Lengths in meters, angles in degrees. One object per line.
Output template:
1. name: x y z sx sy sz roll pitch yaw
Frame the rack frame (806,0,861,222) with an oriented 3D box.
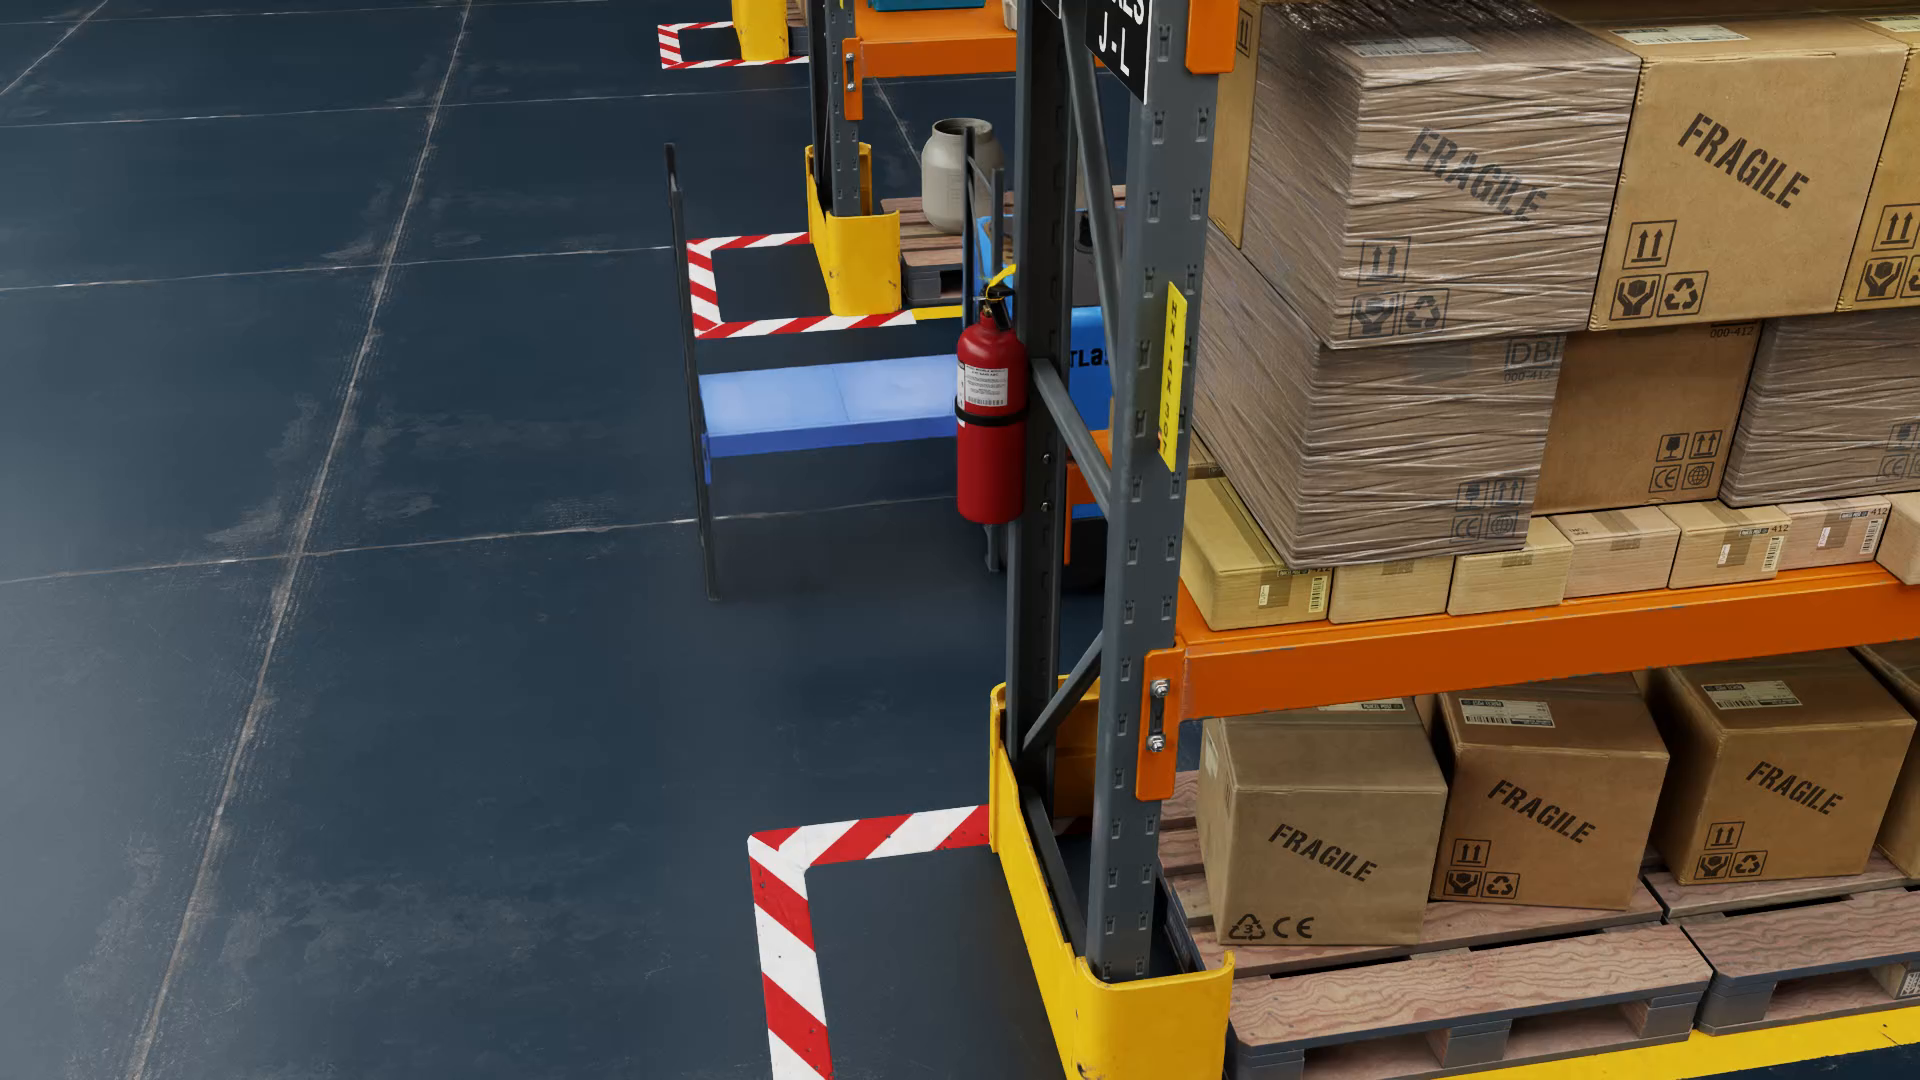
1. rack frame: -0.619 -2.651 7.800 0.127 3.000 1.000 -5 31 -9

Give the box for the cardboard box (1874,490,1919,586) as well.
1. cardboard box: 2.089 -0.069 3.657 0.250 0.149 0.380 -5 31 -9

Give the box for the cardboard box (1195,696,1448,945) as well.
1. cardboard box: 0.890 0.666 4.210 0.500 0.500 0.500 0 30 0

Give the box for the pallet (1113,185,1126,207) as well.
1. pallet: 1.445 -1.661 8.866 1.213 0.211 1.003 -5 31 -9

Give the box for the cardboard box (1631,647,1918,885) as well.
1. cardboard box: 2.091 0.547 4.413 0.500 0.500 0.500 -3 31 -4

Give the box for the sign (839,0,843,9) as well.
1. sign: -0.524 -2.496 7.263 0.005 0.325 0.100 -5 31 -9

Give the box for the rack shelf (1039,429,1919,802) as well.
1. rack shelf: 2.240 -0.054 4.093 4.000 0.370 1.077 -5 31 -9

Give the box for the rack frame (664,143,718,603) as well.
1. rack frame: -0.920 -0.551 5.707 0.032 1.500 0.500 -6 31 -10

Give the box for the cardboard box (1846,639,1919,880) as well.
1. cardboard box: 2.648 0.518 4.462 0.500 0.500 0.500 -8 31 -13

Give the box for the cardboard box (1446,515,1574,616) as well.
1. cardboard box: 1.094 -0.009 3.555 0.250 0.149 0.380 -5 31 -9

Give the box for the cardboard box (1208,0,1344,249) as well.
1. cardboard box: 0.769 -0.958 3.541 0.500 0.500 0.500 -5 31 -9

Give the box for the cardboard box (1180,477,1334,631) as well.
1. cardboard box: 0.596 0.019 3.506 0.250 0.149 0.380 -5 31 -9

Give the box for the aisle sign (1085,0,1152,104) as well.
1. aisle sign: 0.266 -1.147 2.677 0.004 0.787 0.394 -5 31 -9

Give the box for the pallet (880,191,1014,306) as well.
1. pallet: 0.247 -1.551 8.680 1.213 0.211 1.003 -5 31 -9

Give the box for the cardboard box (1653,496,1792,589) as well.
1. cardboard box: 1.584 -0.062 3.644 0.250 0.149 0.380 -5 31 -9

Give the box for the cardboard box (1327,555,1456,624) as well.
1. cardboard box: 0.846 0.006 3.528 0.250 0.149 0.380 -5 31 -9

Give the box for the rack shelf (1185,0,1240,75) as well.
1. rack shelf: 2.240 -1.347 3.333 4.000 0.370 1.077 -5 31 -9

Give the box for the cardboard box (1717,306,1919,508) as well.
1. cardboard box: 1.789 -0.519 3.782 0.500 0.500 0.875 -5 31 -9

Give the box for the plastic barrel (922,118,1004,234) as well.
1. plastic barrel: 0.014 -1.858 8.491 0.421 0.512 0.421 0 30 0

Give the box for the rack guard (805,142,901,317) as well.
1. rack guard: -0.553 -1.604 8.485 0.348 0.500 1.175 -5 31 -9

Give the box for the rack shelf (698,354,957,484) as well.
1. rack shelf: -0.422 -0.447 5.885 1.000 0.185 0.538 -6 31 -10

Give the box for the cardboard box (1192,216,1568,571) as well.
1. cardboard box: 0.819 -0.390 3.561 0.500 0.500 0.875 -5 31 -9

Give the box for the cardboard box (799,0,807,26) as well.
1. cardboard box: -0.940 -4.055 12.486 0.500 0.250 0.500 -5 31 -9

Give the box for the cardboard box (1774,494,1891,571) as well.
1. cardboard box: 1.825 -0.098 3.706 0.250 0.149 0.380 -5 31 -9

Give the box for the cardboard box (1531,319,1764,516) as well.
1. cardboard box: 1.289 -0.495 3.741 0.500 0.500 0.875 -5 31 -9

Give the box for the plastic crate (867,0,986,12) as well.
1. plastic crate: -0.181 -2.782 8.169 0.616 0.251 0.499 -5 31 -9

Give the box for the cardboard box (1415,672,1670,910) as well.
1. cardboard box: 1.472 0.594 4.332 0.500 0.500 0.500 2 31 4

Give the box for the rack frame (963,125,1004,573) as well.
1. rack frame: 0.076 -0.653 5.880 0.032 1.500 0.500 -6 31 -10

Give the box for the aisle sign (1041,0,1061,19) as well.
1. aisle sign: 0.158 -1.447 3.186 0.004 0.787 0.394 -5 31 -9

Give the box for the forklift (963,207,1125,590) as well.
1. forklift: 1.567 -1.450 5.824 3.031 2.935 1.130 -6 31 -10

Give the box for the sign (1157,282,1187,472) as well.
1. sign: 0.371 -0.285 2.921 0.005 0.325 0.100 -5 31 -9

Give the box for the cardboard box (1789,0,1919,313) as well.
1. cardboard box: 1.848 -0.787 3.251 0.500 0.500 0.500 -5 31 -9

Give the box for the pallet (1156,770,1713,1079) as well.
1. pallet: 1.153 0.957 4.415 1.213 0.211 1.003 -5 31 -9

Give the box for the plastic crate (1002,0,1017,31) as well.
1. plastic crate: 0.319 -2.459 7.733 0.250 0.136 0.298 -5 31 -9

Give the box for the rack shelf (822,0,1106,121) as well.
1. rack shelf: 1.348 -2.524 8.293 4.000 0.370 1.077 -5 31 -9

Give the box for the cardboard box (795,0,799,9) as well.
1. cardboard box: -1.033 -4.313 12.925 0.500 0.250 0.500 -5 31 -9

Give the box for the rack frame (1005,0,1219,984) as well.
1. rack frame: 0.273 -0.182 3.600 0.127 3.000 1.000 -5 31 -9

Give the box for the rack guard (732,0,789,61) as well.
1. rack guard: -1.531 -4.042 12.630 0.348 0.500 1.175 -5 31 -9

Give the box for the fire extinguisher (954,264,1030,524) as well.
1. fire extinguisher: 0.077 -0.368 3.993 0.183 0.674 0.296 -5 31 -9

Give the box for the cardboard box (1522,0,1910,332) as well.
1. cardboard box: 1.356 -0.741 3.172 0.500 0.500 0.500 -5 31 -9

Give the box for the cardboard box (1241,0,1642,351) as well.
1. cardboard box: 0.863 -0.699 3.100 0.500 0.500 0.500 -5 31 -9

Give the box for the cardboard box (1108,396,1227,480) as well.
1. cardboard box: 0.516 -0.203 3.883 0.250 0.149 0.380 -5 31 -9

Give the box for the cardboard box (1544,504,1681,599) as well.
1. cardboard box: 1.336 -0.043 3.611 0.250 0.149 0.380 -5 31 -9

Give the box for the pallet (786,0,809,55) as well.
1. pallet: -0.763 -4.010 12.861 1.213 0.211 1.003 -5 31 -9

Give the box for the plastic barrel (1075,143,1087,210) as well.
1. plastic barrel: 0.508 -1.904 8.569 0.421 0.512 0.421 0 30 0

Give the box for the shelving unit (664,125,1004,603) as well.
1. shelving unit: -0.422 -0.602 5.794 1.048 1.500 0.538 -6 31 -10

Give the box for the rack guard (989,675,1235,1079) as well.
1. rack guard: 0.348 0.889 4.246 0.348 0.500 1.175 -5 31 -9

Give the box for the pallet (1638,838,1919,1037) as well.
1. pallet: 2.351 0.847 4.601 1.213 0.211 1.003 -5 31 -9
